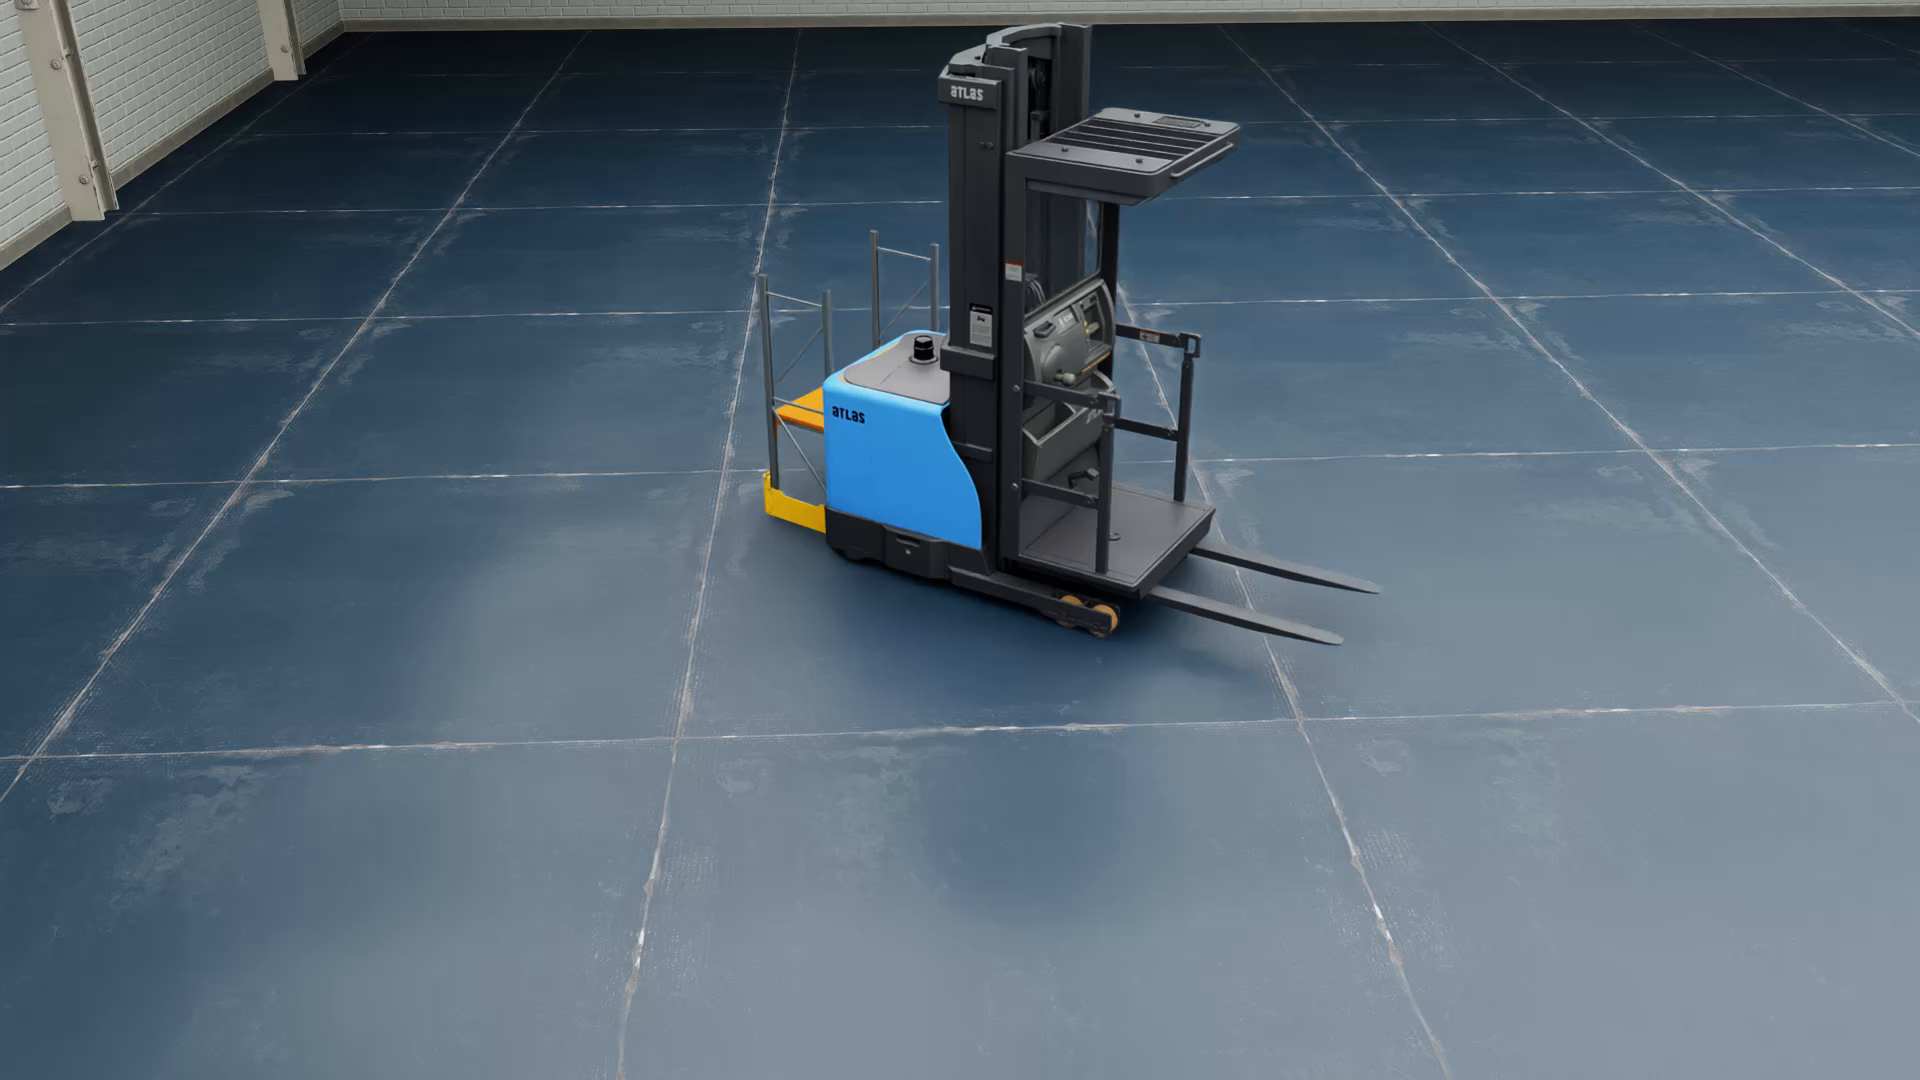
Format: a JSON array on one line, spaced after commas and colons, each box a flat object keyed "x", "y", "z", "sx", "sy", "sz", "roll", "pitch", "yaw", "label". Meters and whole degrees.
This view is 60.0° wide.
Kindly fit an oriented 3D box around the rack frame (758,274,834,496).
[{"x": -0.923, "y": -0.766, "z": 9.598, "sx": 0.500, "sy": 1.500, "sz": 0.032, "roll": 18, "pitch": 33, "yaw": 31, "label": "rack frame"}]

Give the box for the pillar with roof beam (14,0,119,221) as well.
[{"x": -3.828, "y": -7.151, "z": 13.730, "sx": 9.100, "sy": 9.000, "sz": 0.400, "roll": -1, "pitch": 28, "yaw": -3, "label": "pillar with roof beam"}]

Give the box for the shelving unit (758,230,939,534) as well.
[{"x": -0.636, "y": -0.955, "z": 9.960, "sx": 0.587, "sy": 1.500, "sz": 1.083, "roll": 18, "pitch": 33, "yaw": 31, "label": "shelving unit"}]

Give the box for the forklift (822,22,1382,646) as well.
[{"x": 0.758, "y": -1.070, "z": 8.632, "sx": 3.031, "sy": 2.935, "sz": 1.130, "roll": 15, "pitch": 31, "yaw": 27, "label": "forklift"}]

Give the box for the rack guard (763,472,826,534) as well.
[{"x": -0.922, "y": -0.213, "z": 9.888, "sx": 0.587, "sy": 0.250, "sz": 0.087, "roll": 18, "pitch": 33, "yaw": 31, "label": "rack guard"}]

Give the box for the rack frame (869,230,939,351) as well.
[{"x": -0.338, "y": -1.151, "z": 10.335, "sx": 0.500, "sy": 1.500, "sz": 0.032, "roll": 18, "pitch": 33, "yaw": 31, "label": "rack frame"}]

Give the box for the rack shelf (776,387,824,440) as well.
[{"x": -0.630, "y": -0.799, "z": 10.049, "sx": 0.538, "sy": 0.185, "sz": 1.000, "roll": 18, "pitch": 33, "yaw": 31, "label": "rack shelf"}]

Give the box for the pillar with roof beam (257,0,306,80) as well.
[{"x": -4.142, "y": -9.922, "z": 19.043, "sx": 9.100, "sy": 9.000, "sz": 0.400, "roll": -1, "pitch": 28, "yaw": -3, "label": "pillar with roof beam"}]
